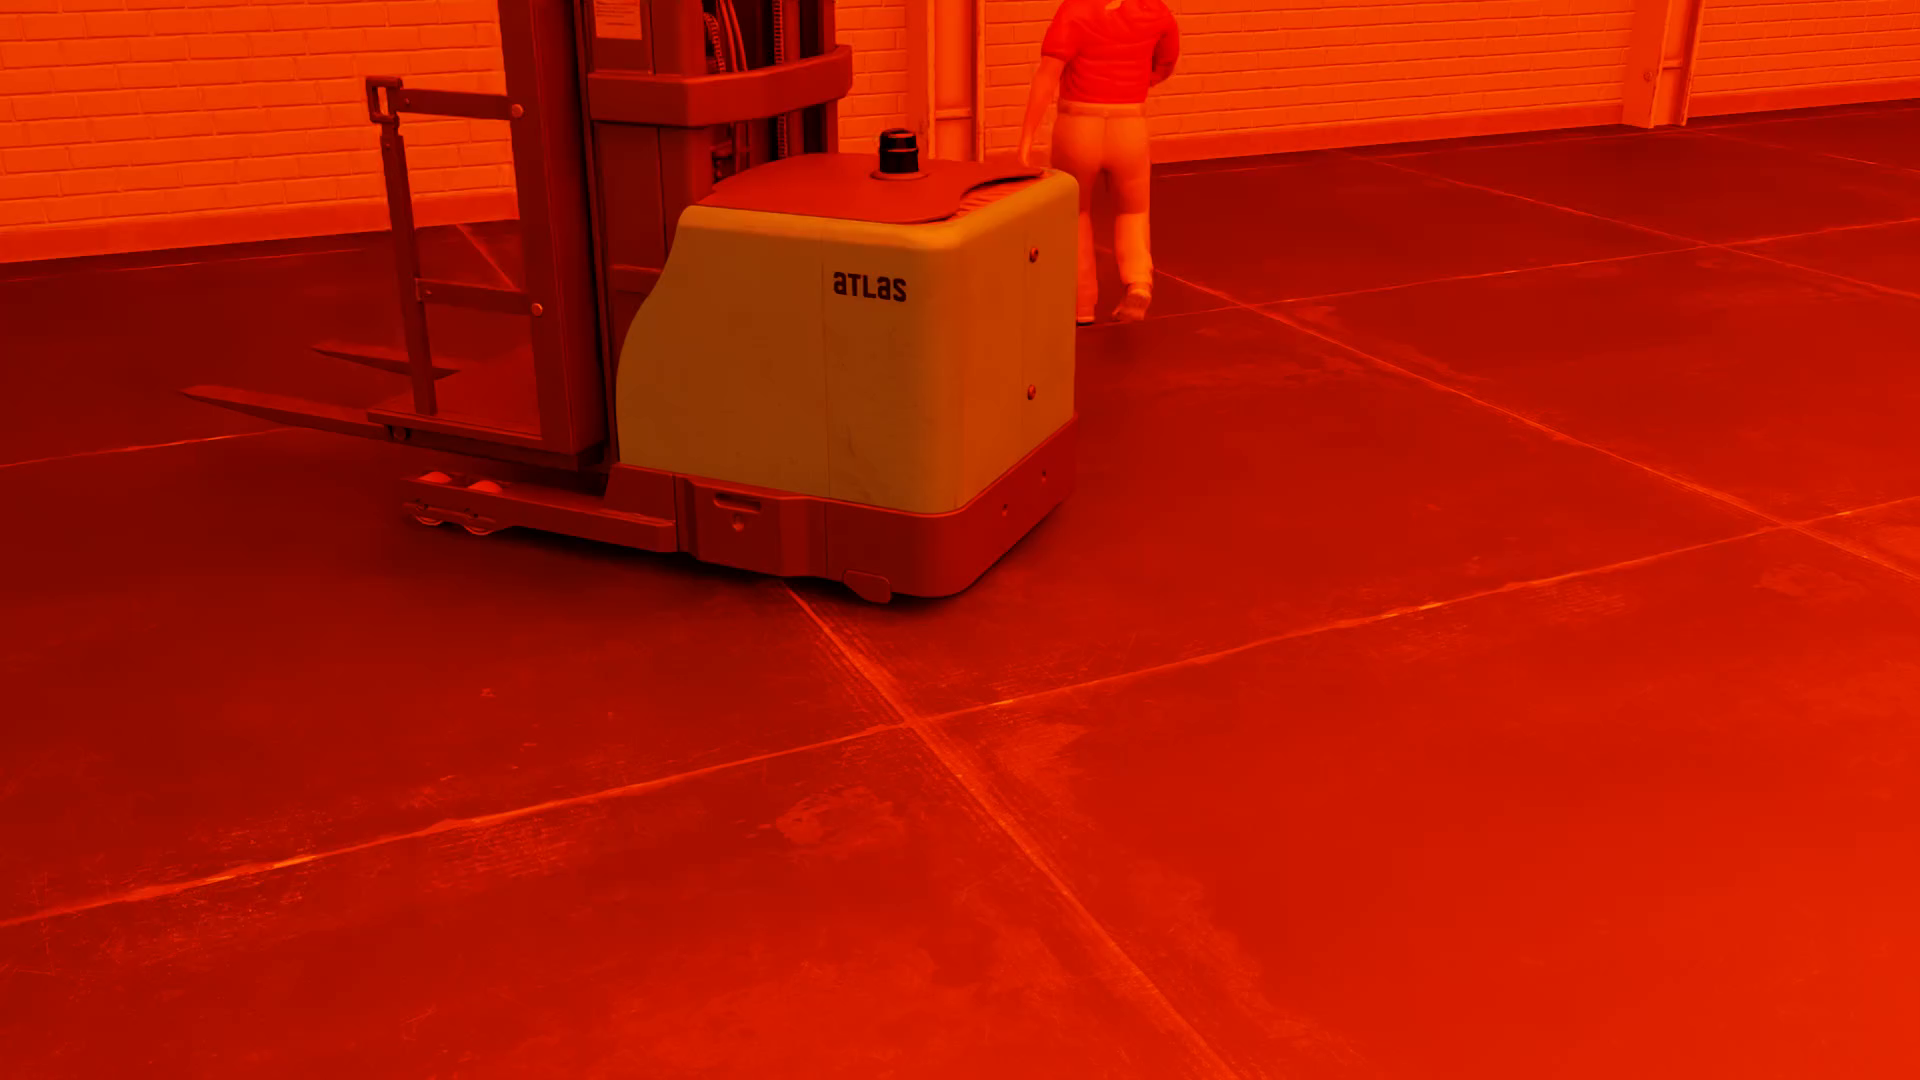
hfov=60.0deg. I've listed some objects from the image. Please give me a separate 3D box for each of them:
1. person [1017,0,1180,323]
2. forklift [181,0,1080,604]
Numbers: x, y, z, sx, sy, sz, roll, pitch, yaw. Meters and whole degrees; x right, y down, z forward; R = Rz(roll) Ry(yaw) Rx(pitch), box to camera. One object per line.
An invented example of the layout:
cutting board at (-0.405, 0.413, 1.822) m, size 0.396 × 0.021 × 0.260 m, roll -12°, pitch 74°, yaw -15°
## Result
person at (0.573, -1.722, 7.092) m, size 0.699 × 1.673 × 0.634 m, roll -1°, pitch 23°, yaw -3°
forklift at (-1.189, -1.539, 4.991) m, size 3.031 × 2.935 × 1.130 m, roll 10°, pitch 25°, yaw 22°
